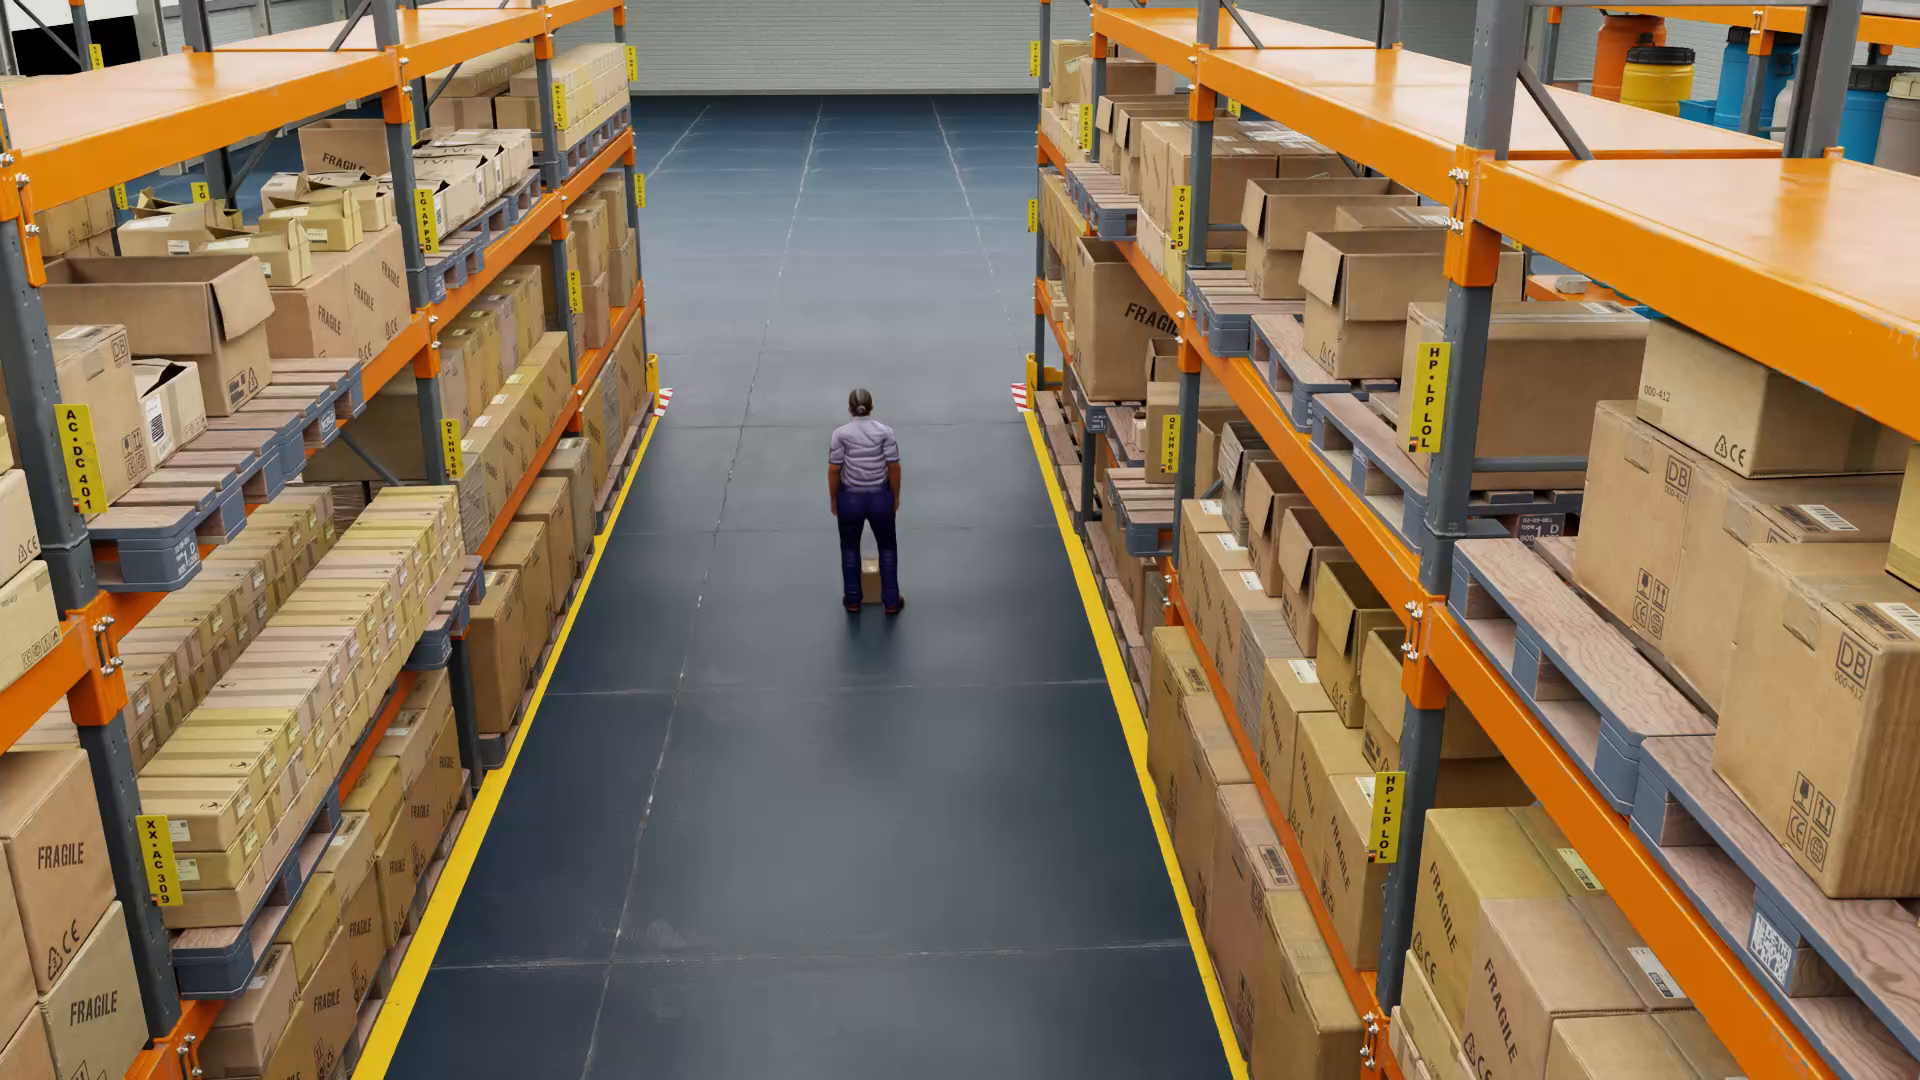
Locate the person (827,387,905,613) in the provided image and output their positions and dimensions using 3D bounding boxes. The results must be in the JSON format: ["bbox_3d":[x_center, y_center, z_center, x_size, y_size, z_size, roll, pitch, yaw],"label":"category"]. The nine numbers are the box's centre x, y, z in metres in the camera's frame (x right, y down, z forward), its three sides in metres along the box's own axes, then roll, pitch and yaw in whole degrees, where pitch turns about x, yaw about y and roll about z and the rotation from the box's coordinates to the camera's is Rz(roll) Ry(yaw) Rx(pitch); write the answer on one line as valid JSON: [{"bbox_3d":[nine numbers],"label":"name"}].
[{"bbox_3d":[-0.668,-0.274,11.820,0.545,1.651,0.414,-1,21,-4],"label":"person"}]
